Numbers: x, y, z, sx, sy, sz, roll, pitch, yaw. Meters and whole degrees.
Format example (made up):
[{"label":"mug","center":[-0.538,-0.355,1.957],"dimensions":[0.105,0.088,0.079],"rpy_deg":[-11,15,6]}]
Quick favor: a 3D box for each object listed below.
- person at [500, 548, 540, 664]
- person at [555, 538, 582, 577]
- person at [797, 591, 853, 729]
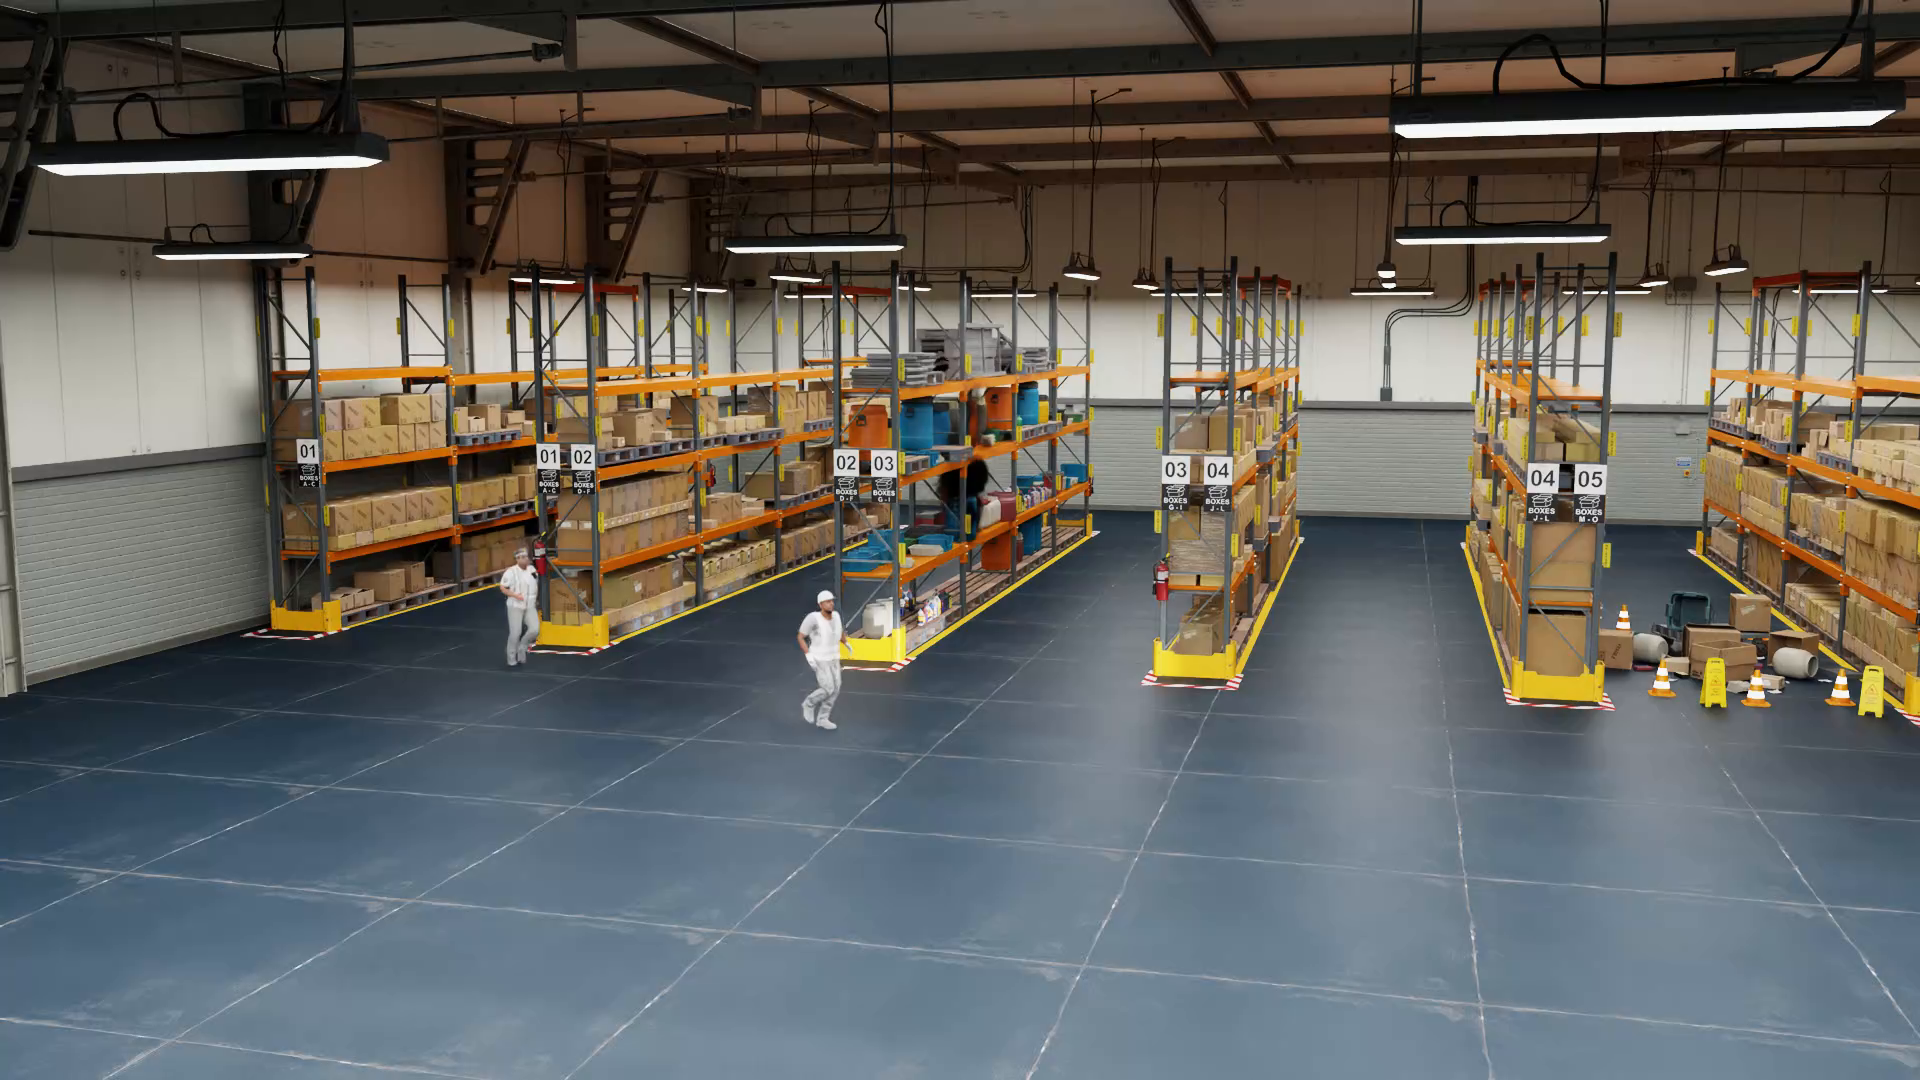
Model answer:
[{"label":"person","center":[-6.513,0.991,24.852],"dimensions":[0.666,1.763,0.594],"rpy_deg":[-6,9,-39]},{"label":"person","center":[-6.975,0.350,29.894],"dimensions":[0.716,1.744,0.618],"rpy_deg":[2,8,15]},{"label":"person","center":[-1.679,1.498,20.885],"dimensions":[0.590,1.746,0.695],"rpy_deg":[6,9,39]}]
